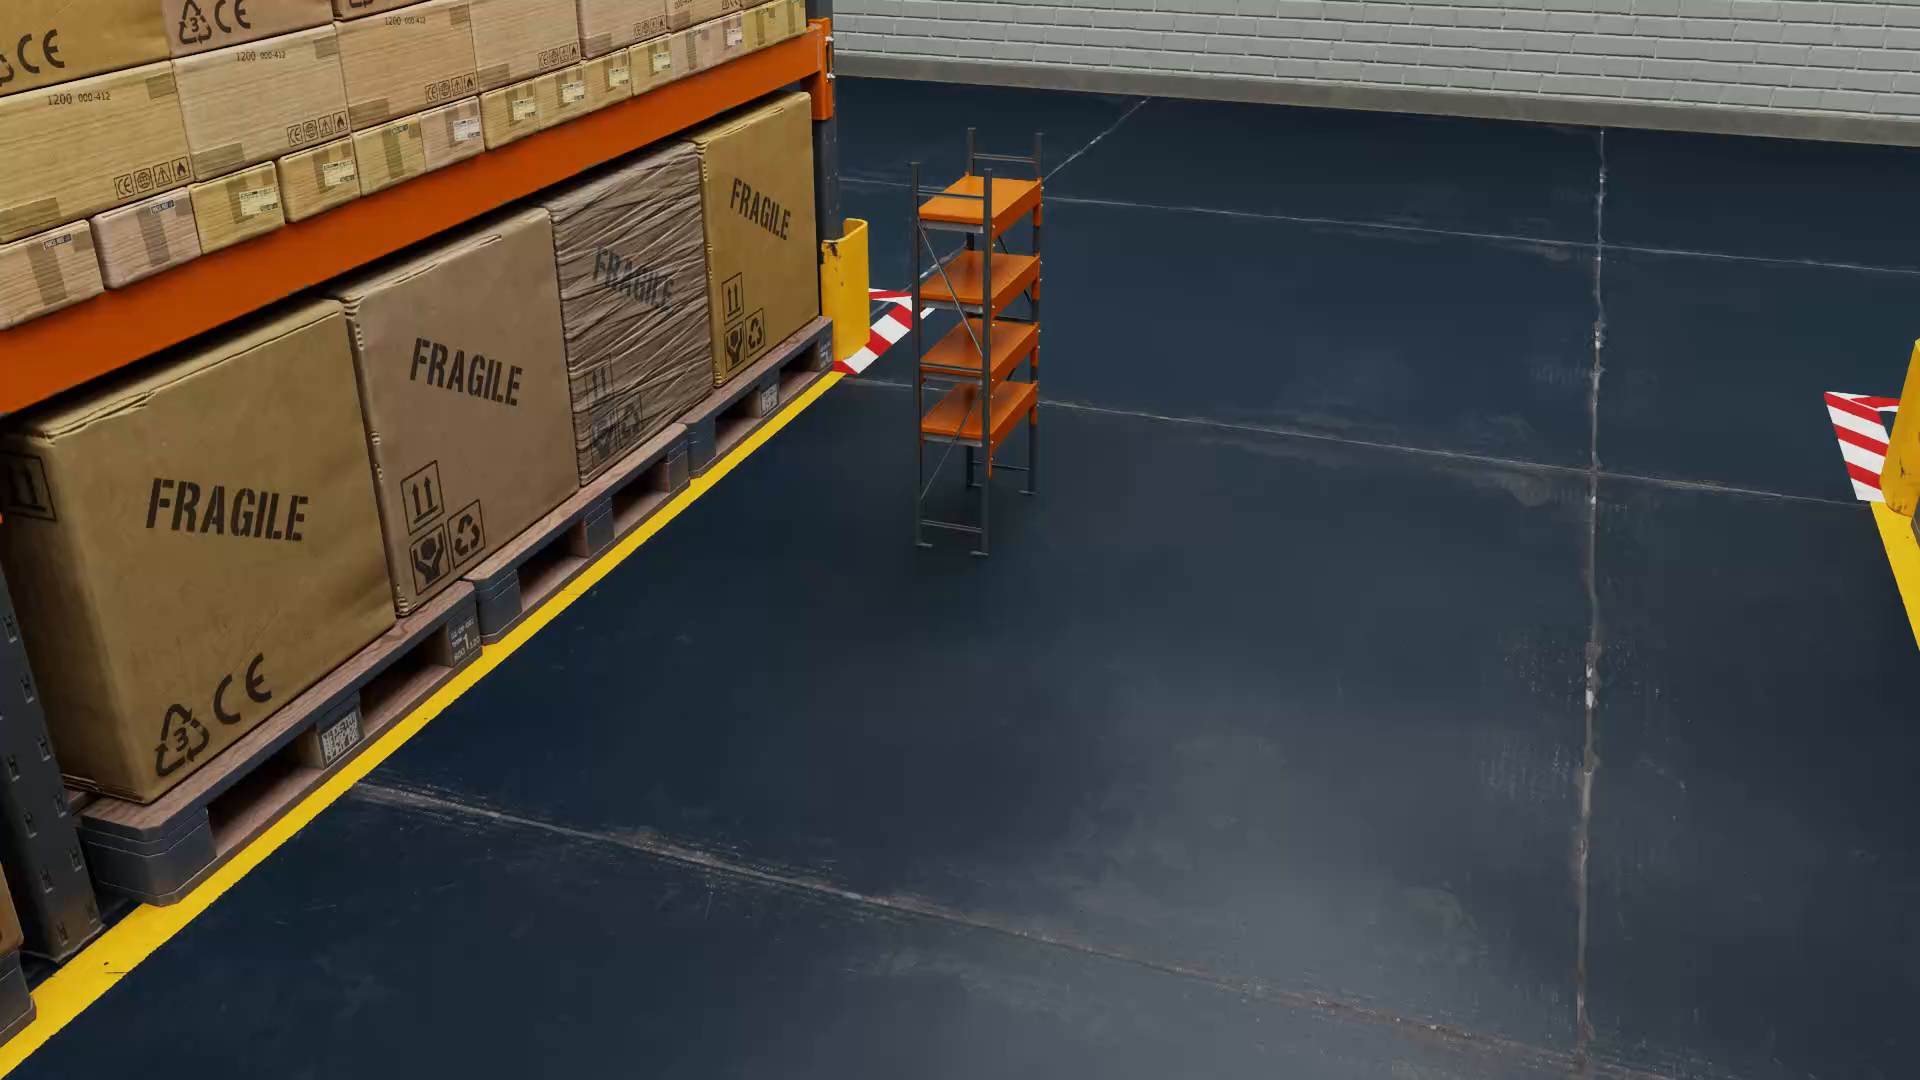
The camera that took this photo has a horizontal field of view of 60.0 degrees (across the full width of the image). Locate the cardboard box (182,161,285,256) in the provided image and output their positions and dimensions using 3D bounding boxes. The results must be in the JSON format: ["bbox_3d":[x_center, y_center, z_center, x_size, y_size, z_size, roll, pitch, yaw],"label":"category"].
[{"bbox_3d":[-1.720,-0.743,3.631,0.380,0.149,0.250,10,27,19],"label":"cardboard box"}]

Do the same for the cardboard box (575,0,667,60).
[{"bbox_3d":[-1.225,-1.622,4.988,0.500,0.250,0.500,8,27,16],"label":"cardboard box"}]

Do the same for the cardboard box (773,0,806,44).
[{"bbox_3d":[-0.783,-1.903,6.027,0.380,0.149,0.250,9,27,18],"label":"cardboard box"}]

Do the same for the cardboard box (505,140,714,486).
[{"bbox_3d":[-1.416,-0.795,5.405,0.875,0.875,0.875,9,27,17],"label":"cardboard box"}]

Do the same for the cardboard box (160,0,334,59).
[{"bbox_3d":[-1.735,-1.332,3.528,0.500,0.500,0.500,9,27,17],"label":"cardboard box"}]

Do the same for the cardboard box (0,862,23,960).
[{"bbox_3d":[-2.501,0.467,2.800,1.225,0.875,0.875,9,27,18],"label":"cardboard box"}]

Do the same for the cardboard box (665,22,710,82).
[{"bbox_3d":[-1.037,-1.590,5.381,0.380,0.149,0.250,9,27,18],"label":"cardboard box"}]

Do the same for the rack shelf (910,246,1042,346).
[{"bbox_3d":[0.055,-0.749,5.061,0.258,0.148,0.480,9,27,17],"label":"rack shelf"}]

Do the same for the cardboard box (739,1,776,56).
[{"bbox_3d":[-0.868,-1.796,5.806,0.380,0.149,0.250,9,27,18],"label":"cardboard box"}]

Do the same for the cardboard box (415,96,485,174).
[{"bbox_3d":[-1.464,-1.060,4.285,0.380,0.149,0.250,9,27,18],"label":"cardboard box"}]

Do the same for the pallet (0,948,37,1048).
[{"bbox_3d":[-2.492,1.016,2.908,1.003,0.211,1.213,9,27,17],"label":"pallet"}]

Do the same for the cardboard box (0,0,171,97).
[{"bbox_3d":[-1.906,-1.130,3.113,0.500,0.500,0.500,9,27,17],"label":"cardboard box"}]

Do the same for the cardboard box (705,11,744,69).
[{"bbox_3d":[-0.953,-1.693,5.592,0.380,0.149,0.250,9,27,18],"label":"cardboard box"}]

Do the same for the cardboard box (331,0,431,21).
[{"bbox_3d":[-1.566,-1.546,3.971,0.500,0.500,0.500,8,27,16],"label":"cardboard box"}]

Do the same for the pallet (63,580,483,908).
[{"bbox_3d":[-1.980,0.387,4.208,1.003,0.211,1.213,9,27,17],"label":"pallet"}]

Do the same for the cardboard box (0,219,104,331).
[{"bbox_3d":[-1.894,-0.527,3.184,0.380,0.149,0.250,9,27,18],"label":"cardboard box"}]

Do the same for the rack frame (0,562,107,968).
[{"bbox_3d":[-2.307,-0.567,2.978,1.000,3.000,0.127,9,27,17],"label":"rack frame"}]

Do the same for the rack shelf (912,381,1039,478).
[{"bbox_3d":[0.055,-0.369,5.245,0.258,0.148,0.480,9,27,17],"label":"rack shelf"}]

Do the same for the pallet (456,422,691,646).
[{"bbox_3d":[-1.575,-0.116,5.247,1.003,0.211,1.213,9,27,17],"label":"pallet"}]

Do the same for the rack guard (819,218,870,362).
[{"bbox_3d":[-0.967,-1.095,6.938,1.175,0.500,0.348,9,27,17],"label":"rack guard"}]

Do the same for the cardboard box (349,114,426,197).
[{"bbox_3d":[-1.549,-0.957,4.072,0.380,0.149,0.250,8,27,17],"label":"cardboard box"}]

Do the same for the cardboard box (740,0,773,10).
[{"bbox_3d":[-0.886,-2.039,5.850,0.500,0.250,0.500,8,27,17],"label":"cardboard box"}]

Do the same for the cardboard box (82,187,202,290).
[{"bbox_3d":[-1.807,-0.635,3.407,0.380,0.149,0.250,8,27,16],"label":"cardboard box"}]

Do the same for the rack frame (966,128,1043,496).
[{"bbox_3d":[0.136,-0.708,5.336,0.240,1.200,0.015,9,27,17],"label":"rack frame"}]

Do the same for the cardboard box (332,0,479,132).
[{"bbox_3d":[-1.566,-1.205,4.128,0.500,0.250,0.500,9,27,19],"label":"cardboard box"}]

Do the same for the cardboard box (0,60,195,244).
[{"bbox_3d":[-1.903,-0.788,3.266,0.500,0.250,0.500,8,27,16],"label":"cardboard box"}]

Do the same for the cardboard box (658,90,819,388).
[{"bbox_3d":[-1.113,-1.169,6.178,0.875,0.875,0.875,9,27,17],"label":"cardboard box"}]

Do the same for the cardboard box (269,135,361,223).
[{"bbox_3d":[-1.634,-0.851,3.855,0.380,0.149,0.250,8,27,16],"label":"cardboard box"}]

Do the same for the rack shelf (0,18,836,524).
[{"bbox_3d":[-1.641,-1.065,4.832,1.077,0.370,4.000,9,27,17],"label":"rack shelf"}]

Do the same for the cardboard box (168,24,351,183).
[{"bbox_3d":[-1.733,-0.992,3.687,0.500,0.250,0.500,9,27,17],"label":"cardboard box"}]

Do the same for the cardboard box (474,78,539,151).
[{"bbox_3d":[-1.377,-1.168,4.508,0.380,0.149,0.250,8,27,16],"label":"cardboard box"}]

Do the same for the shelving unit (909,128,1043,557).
[{"bbox_3d":[0.055,-0.608,5.129,0.258,1.200,0.503,9,27,17],"label":"shelving unit"}]

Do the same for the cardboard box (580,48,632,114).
[{"bbox_3d":[-1.208,-1.377,4.939,0.380,0.149,0.250,9,27,18],"label":"cardboard box"}]

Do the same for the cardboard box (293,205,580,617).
[{"bbox_3d":[-1.712,-0.429,4.650,0.875,0.875,0.875,9,27,17],"label":"cardboard box"}]

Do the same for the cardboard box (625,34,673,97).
[{"bbox_3d":[-1.122,-1.483,5.160,0.380,0.149,0.250,8,27,16],"label":"cardboard box"}]

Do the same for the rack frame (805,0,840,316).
[{"bbox_3d":[-0.975,-2.210,6.373,1.000,3.000,0.127,9,27,17],"label":"rack frame"}]

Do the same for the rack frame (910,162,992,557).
[{"bbox_3d":[-0.026,-0.508,4.922,0.240,1.200,0.015,9,27,17],"label":"rack frame"}]

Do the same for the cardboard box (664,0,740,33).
[{"bbox_3d":[-1.056,-1.831,5.420,0.500,0.250,0.500,8,27,17],"label":"cardboard box"}]

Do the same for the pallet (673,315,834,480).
[{"bbox_3d":[-1.168,-0.615,6.279,1.003,0.211,1.213,9,27,17],"label":"pallet"}]

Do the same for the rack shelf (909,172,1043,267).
[{"bbox_3d":[0.055,-0.962,4.958,0.258,0.148,0.480,9,27,17],"label":"rack shelf"}]

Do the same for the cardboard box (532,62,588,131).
[{"bbox_3d":[-1.292,-1.275,4.730,0.380,0.149,0.250,9,27,18],"label":"cardboard box"}]

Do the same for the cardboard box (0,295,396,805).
[{"bbox_3d":[-2.011,-0.059,3.886,0.875,0.875,0.875,9,27,17],"label":"cardboard box"}]

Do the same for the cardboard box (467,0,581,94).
[{"bbox_3d":[-1.394,-1.407,4.545,0.500,0.250,0.500,9,27,18],"label":"cardboard box"}]

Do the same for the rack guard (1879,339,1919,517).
[{"bbox_3d":[3.643,-0.293,5.282,1.175,0.500,0.348,9,27,17],"label":"rack guard"}]

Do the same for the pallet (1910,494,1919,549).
[{"bbox_3d":[3.339,0.165,4.666,1.003,0.211,1.213,9,27,17],"label":"pallet"}]

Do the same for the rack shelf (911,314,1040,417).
[{"bbox_3d":[0.055,-0.548,5.158,0.258,0.148,0.480,9,27,17],"label":"rack shelf"}]
